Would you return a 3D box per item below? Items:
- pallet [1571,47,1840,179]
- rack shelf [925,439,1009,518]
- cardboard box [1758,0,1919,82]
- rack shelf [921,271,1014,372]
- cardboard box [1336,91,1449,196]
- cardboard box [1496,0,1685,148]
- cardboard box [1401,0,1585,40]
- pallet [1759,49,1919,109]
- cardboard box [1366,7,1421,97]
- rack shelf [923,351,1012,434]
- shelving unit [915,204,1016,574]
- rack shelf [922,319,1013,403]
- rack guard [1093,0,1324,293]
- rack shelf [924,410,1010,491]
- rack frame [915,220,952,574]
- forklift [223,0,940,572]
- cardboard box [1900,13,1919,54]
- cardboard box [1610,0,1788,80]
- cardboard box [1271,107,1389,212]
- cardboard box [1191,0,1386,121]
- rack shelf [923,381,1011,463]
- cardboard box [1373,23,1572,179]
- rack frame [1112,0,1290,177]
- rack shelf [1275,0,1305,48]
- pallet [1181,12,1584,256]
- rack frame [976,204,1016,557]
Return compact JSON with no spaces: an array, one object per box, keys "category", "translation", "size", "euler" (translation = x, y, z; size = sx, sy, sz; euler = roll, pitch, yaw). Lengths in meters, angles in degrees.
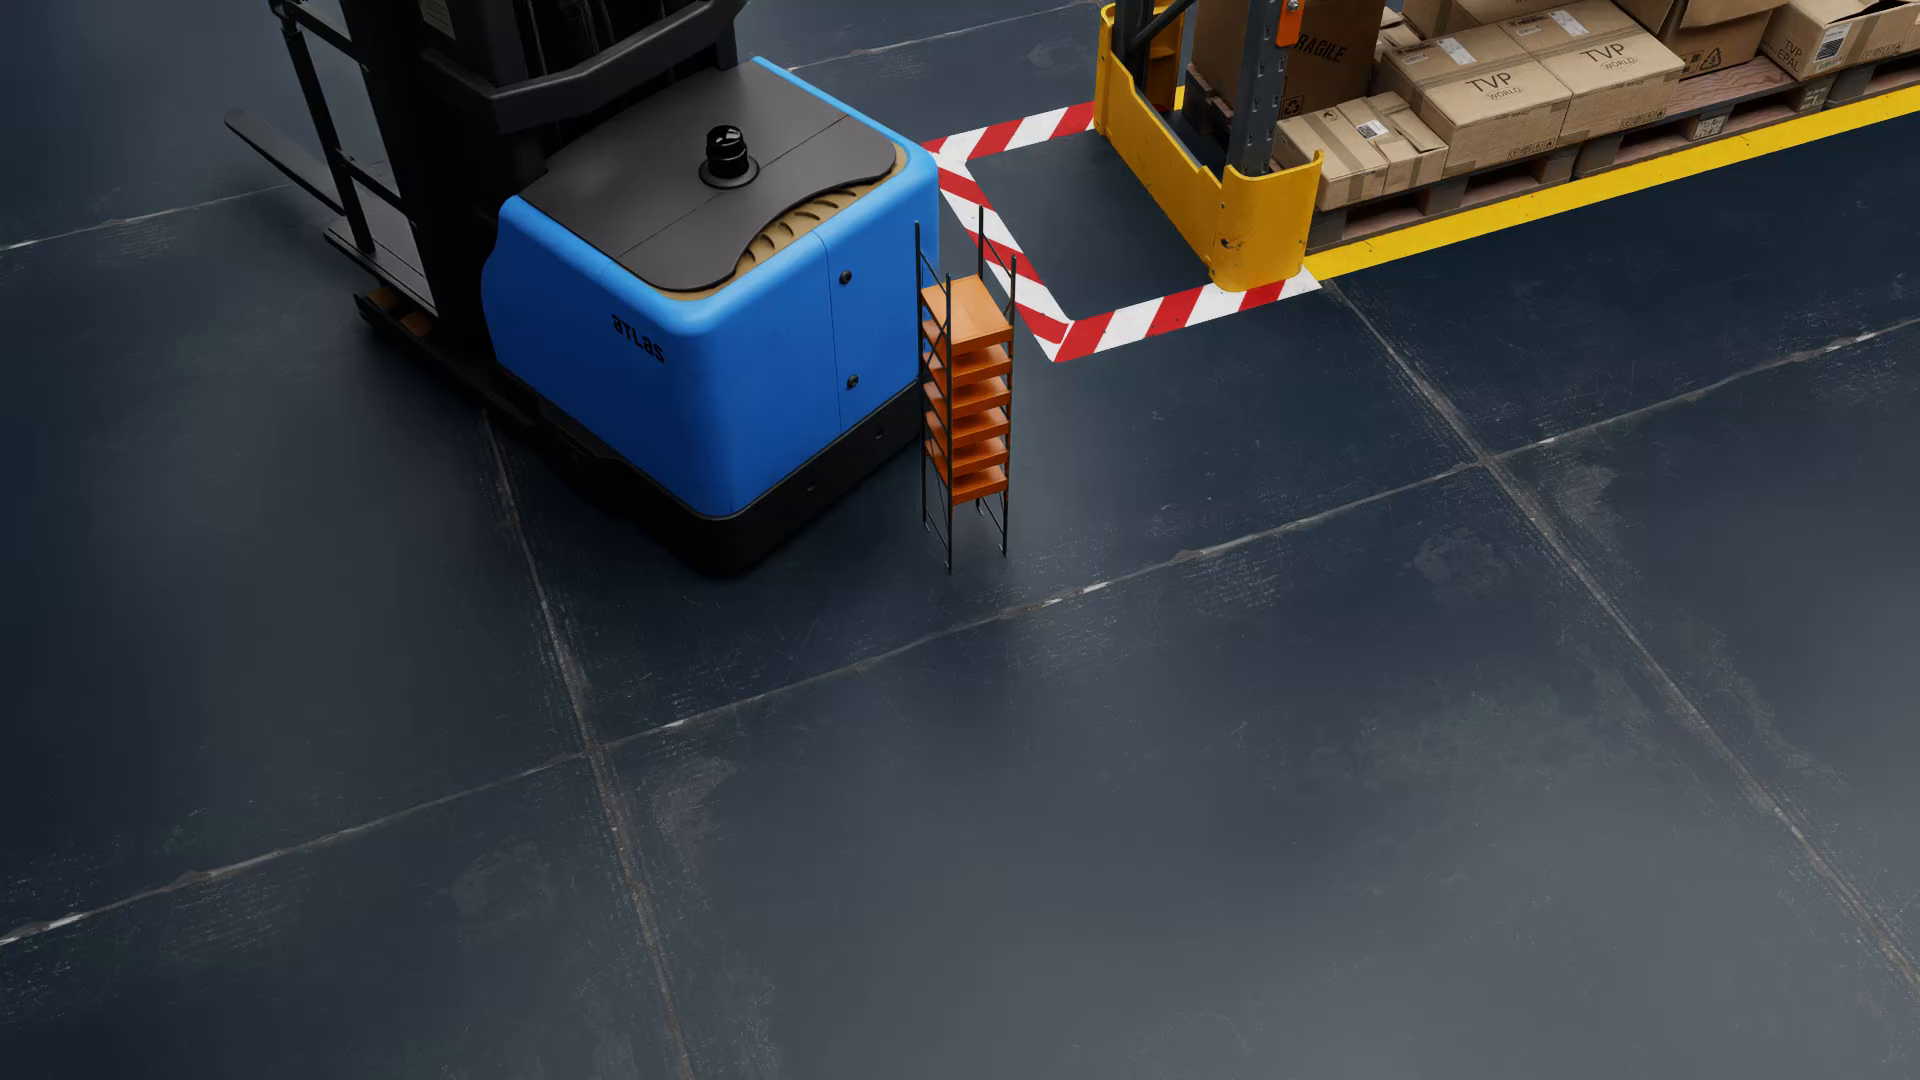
[{"category":"pallet","translation":[2.761,-1.985,6.816],"size":[1.213,0.211,1.003],"euler":[-17,52,-14]},{"category":"rack shelf","translation":[0.013,-0.210,5.014],"size":[0.180,0.103,0.258],"euler":[-17,52,-14]},{"category":"cardboard box","translation":[3.413,-2.132,6.586],"size":[0.500,0.311,0.500],"euler":[-17,52,-14]},{"category":"rack shelf","translation":[0.013,-0.601,4.559],"size":[0.180,0.103,0.258],"euler":[-17,52,-14]},{"category":"cardboard box","translation":[1.574,-1.466,6.109],"size":[0.250,0.166,0.380],"euler":[-17,52,-14]},{"category":"cardboard box","translation":[2.361,-1.787,6.329],"size":[0.500,0.250,0.500],"euler":[-17,52,-14]},{"category":"cardboard box","translation":[2.126,-2.123,6.619],"size":[0.500,0.250,0.500],"euler":[-17,52,-14]},{"category":"pallet","translation":[3.892,-2.338,7.119],"size":[1.213,0.211,1.003],"euler":[-17,52,-14]},{"category":"cardboard box","translation":[1.644,-1.898,6.480],"size":[0.250,0.166,0.380],"euler":[-17,52,-14]},{"category":"rack shelf","translation":[0.013,-0.444,4.741],"size":[0.180,0.103,0.258],"euler":[-17,52,-14]},{"category":"shelving unit","translation":[0.013,-0.395,4.798],"size":[0.189,1.200,0.258],"euler":[-17,52,-14]},{"category":"rack shelf","translation":[0.013,-0.522,4.650],"size":[0.180,0.103,0.258],"euler":[-17,52,-14]},{"category":"rack guard","translation":[0.895,-1.503,6.211],"size":[0.348,0.500,1.175],"euler":[-17,52,-14]},{"category":"rack shelf","translation":[0.013,-0.288,4.923],"size":[0.180,0.103,0.258],"euler":[-17,52,-14]},{"category":"rack frame","translation":[-0.071,-0.369,4.776],"size":[0.006,1.200,0.240],"euler":[-17,52,-14]},{"category":"forklift","translation":[-1.475,-1.845,4.902],"size":[3.031,2.935,1.130],"euler":[35,58,26]},{"category":"cardboard box","translation":[3.783,-2.145,6.704],"size":[0.250,0.149,0.380],"euler":[-17,52,-14]},{"category":"cardboard box","translation":[2.791,-2.230,6.544],"size":[0.637,0.503,0.797],"euler":[-17,52,-14]},{"category":"cardboard box","translation":[1.342,-1.389,6.055],"size":[0.250,0.149,0.380],"euler":[-17,52,-14]},{"category":"cardboard box","translation":[1.235,-1.953,6.308],"size":[0.500,0.500,0.500],"euler":[-17,52,-14]},{"category":"rack shelf","translation":[0.013,-0.366,4.832],"size":[0.180,0.103,0.258],"euler":[-17,52,-14]},{"category":"cardboard box","translation":[1.898,-1.643,6.206],"size":[0.500,0.250,0.500],"euler":[-17,52,-14]},{"category":"rack frame","translation":[0.825,-2.295,5.244],"size":[0.127,3.000,1.000],"euler":[-17,52,-14]},{"category":"rack shelf","translation":[2.676,-2.635,6.010],"size":[4.000,0.370,1.077],"euler":[-17,52,-14]},{"category":"pallet","translation":[1.633,-1.638,6.518],"size":[1.213,0.211,1.003],"euler":[-17,52,-14]},{"category":"rack frame","translation":[0.098,-0.421,4.821],"size":[0.006,1.200,0.240],"euler":[-17,52,-14]}]
